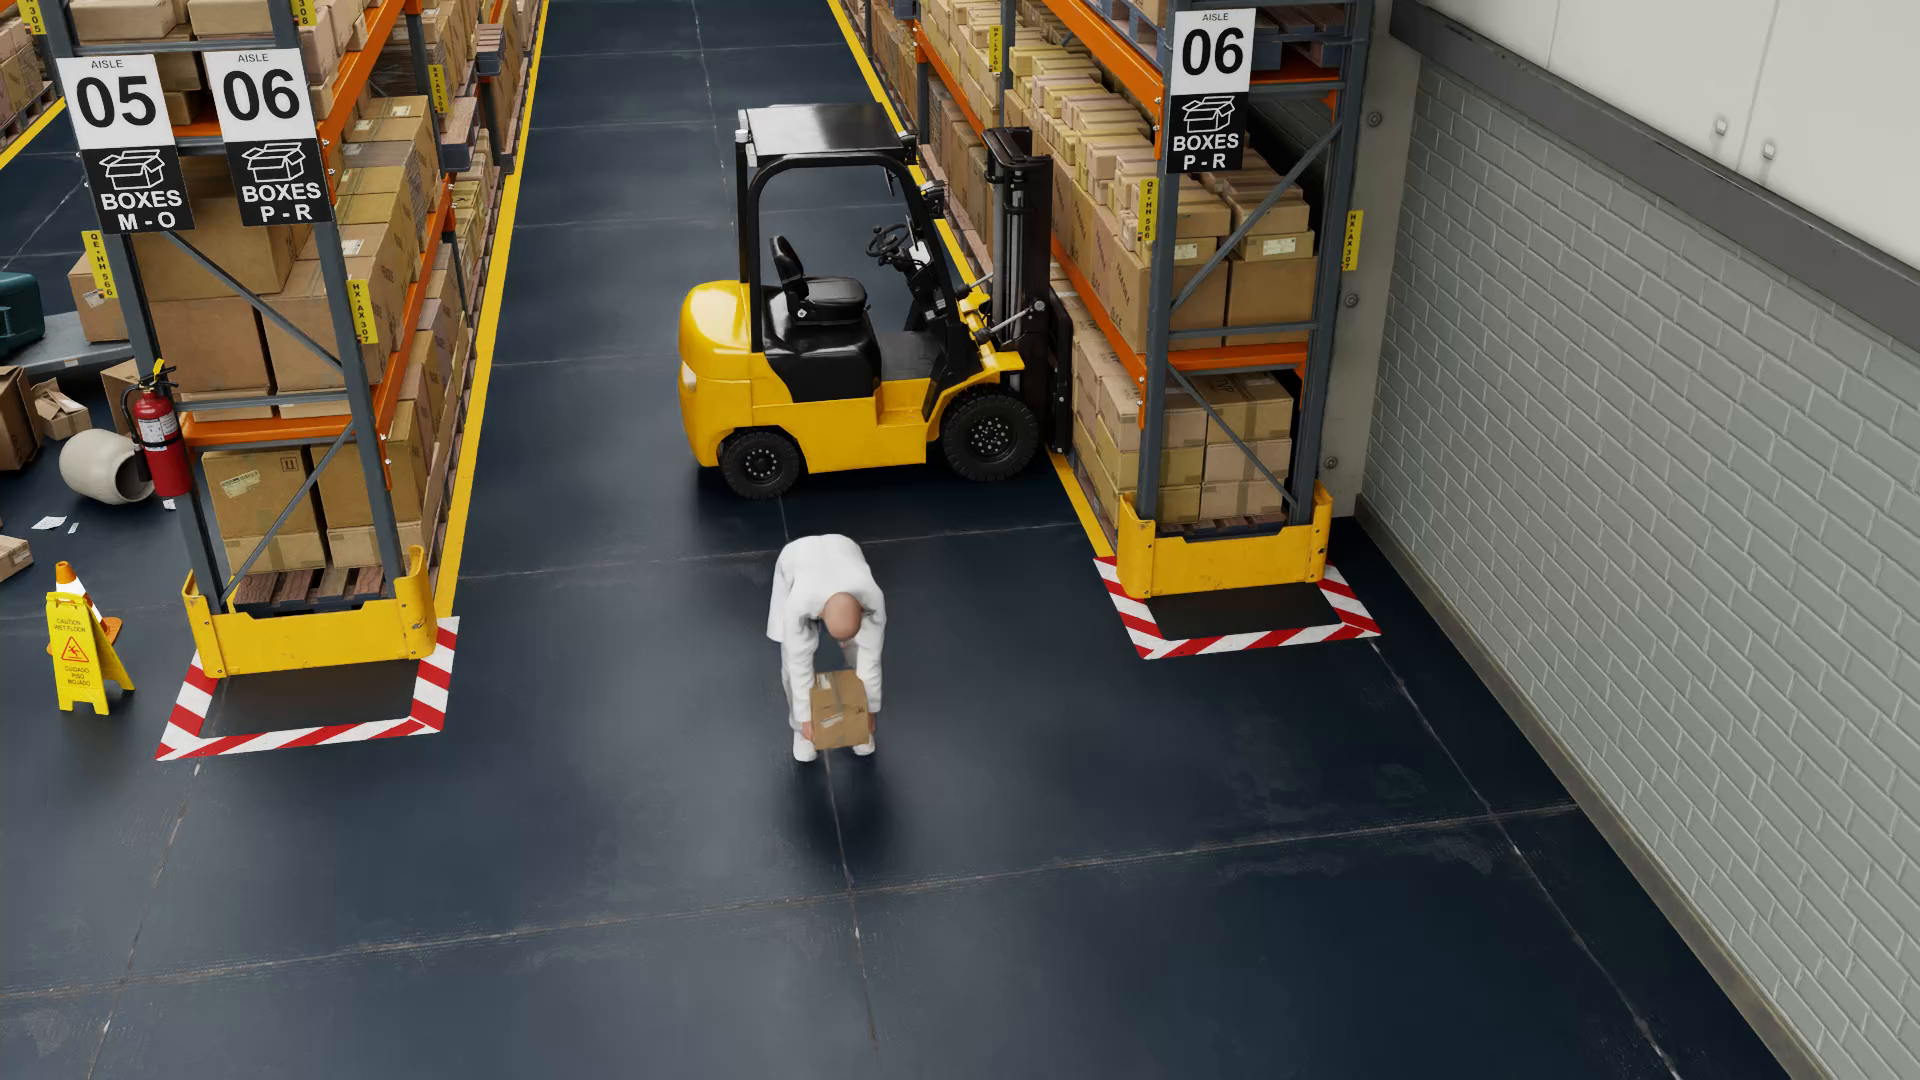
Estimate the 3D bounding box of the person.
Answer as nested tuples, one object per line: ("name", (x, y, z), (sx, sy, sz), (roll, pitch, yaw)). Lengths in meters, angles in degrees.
("person", (-0.593, 0.582, 7.737), (0.562, 1.198, 0.939), (-6, 31, -10))
